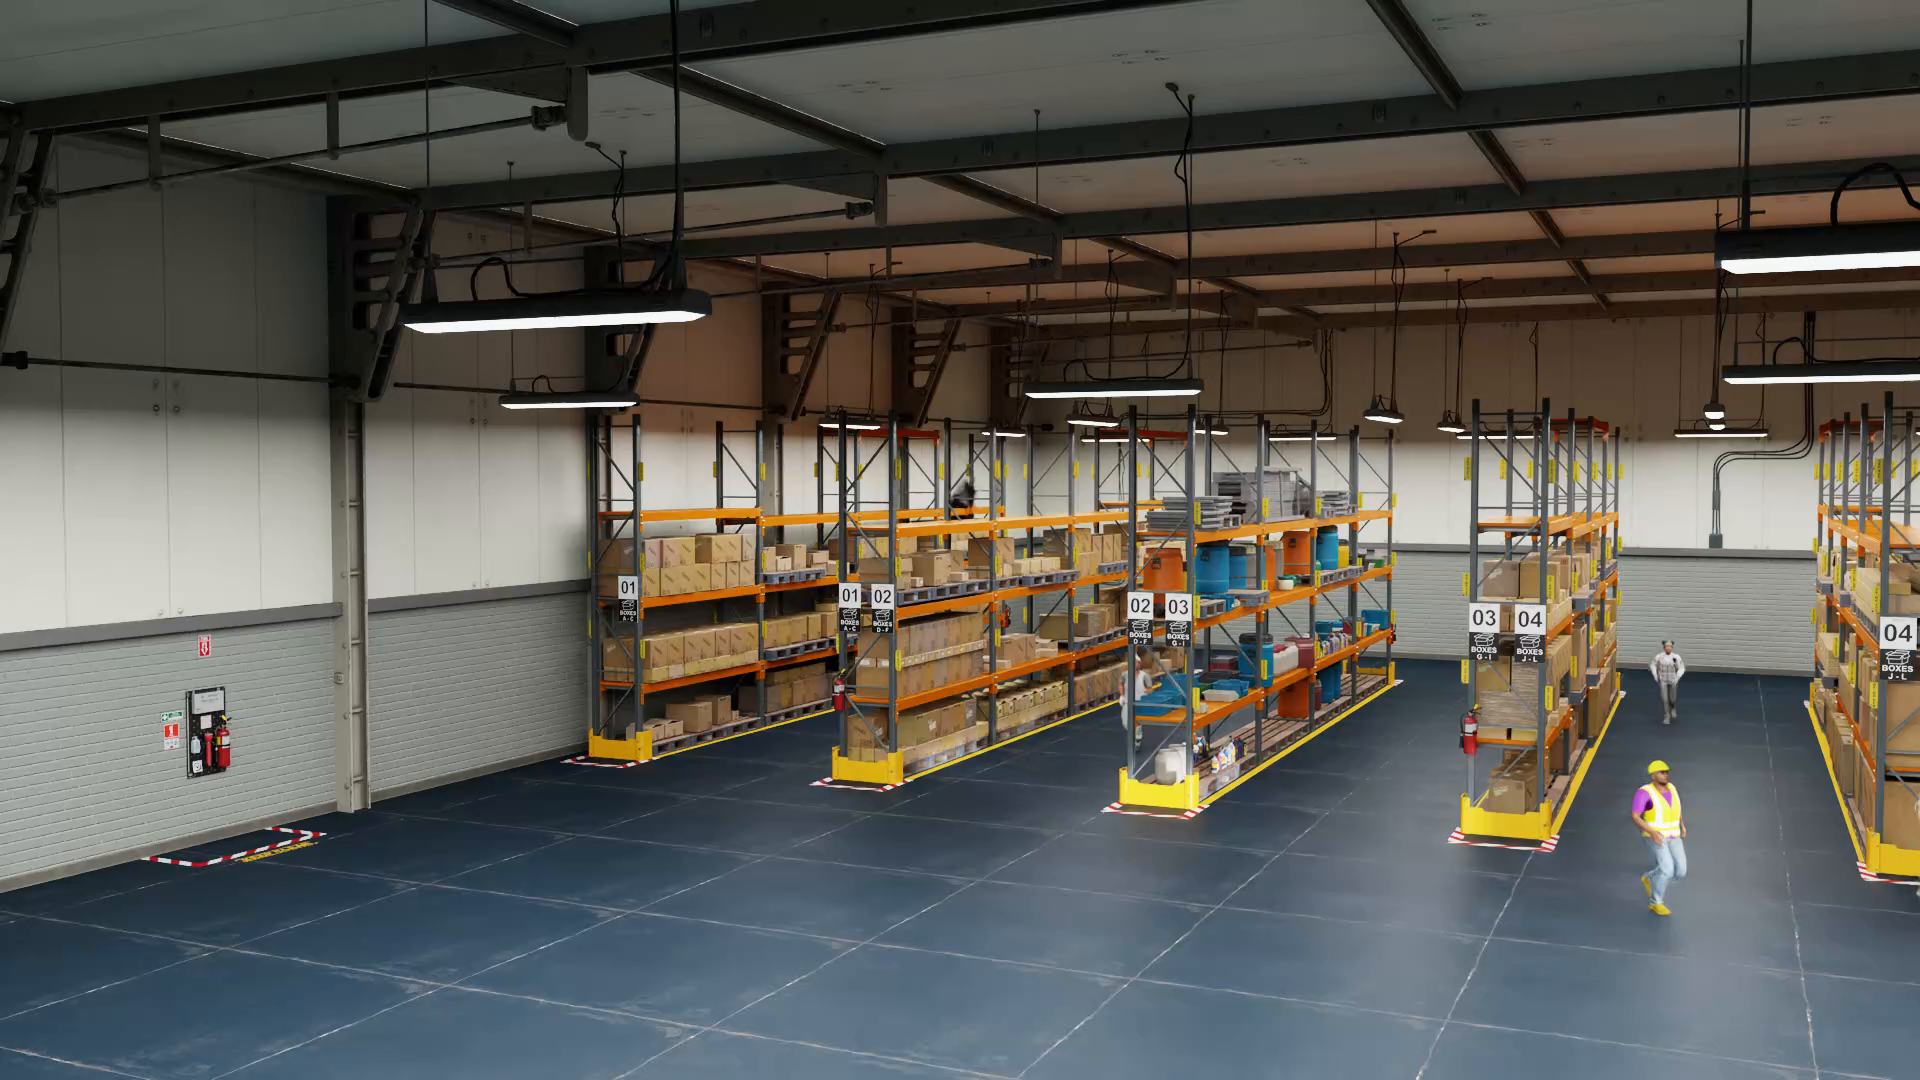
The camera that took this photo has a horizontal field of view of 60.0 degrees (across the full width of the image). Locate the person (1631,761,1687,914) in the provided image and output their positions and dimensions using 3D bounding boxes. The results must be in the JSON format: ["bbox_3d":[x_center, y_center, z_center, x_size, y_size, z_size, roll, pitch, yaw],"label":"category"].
[{"bbox_3d":[7.958,3.364,18.906,0.699,1.728,0.543,-1,3,-22],"label":"person"}]

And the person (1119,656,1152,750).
[{"bbox_3d":[3.117,2.921,29.691,0.608,1.719,0.590,1,2,15],"label":"person"}]

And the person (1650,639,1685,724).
[{"bbox_3d":[14.124,2.810,33.218,0.634,1.675,0.631,1,3,24],"label":"person"}]
